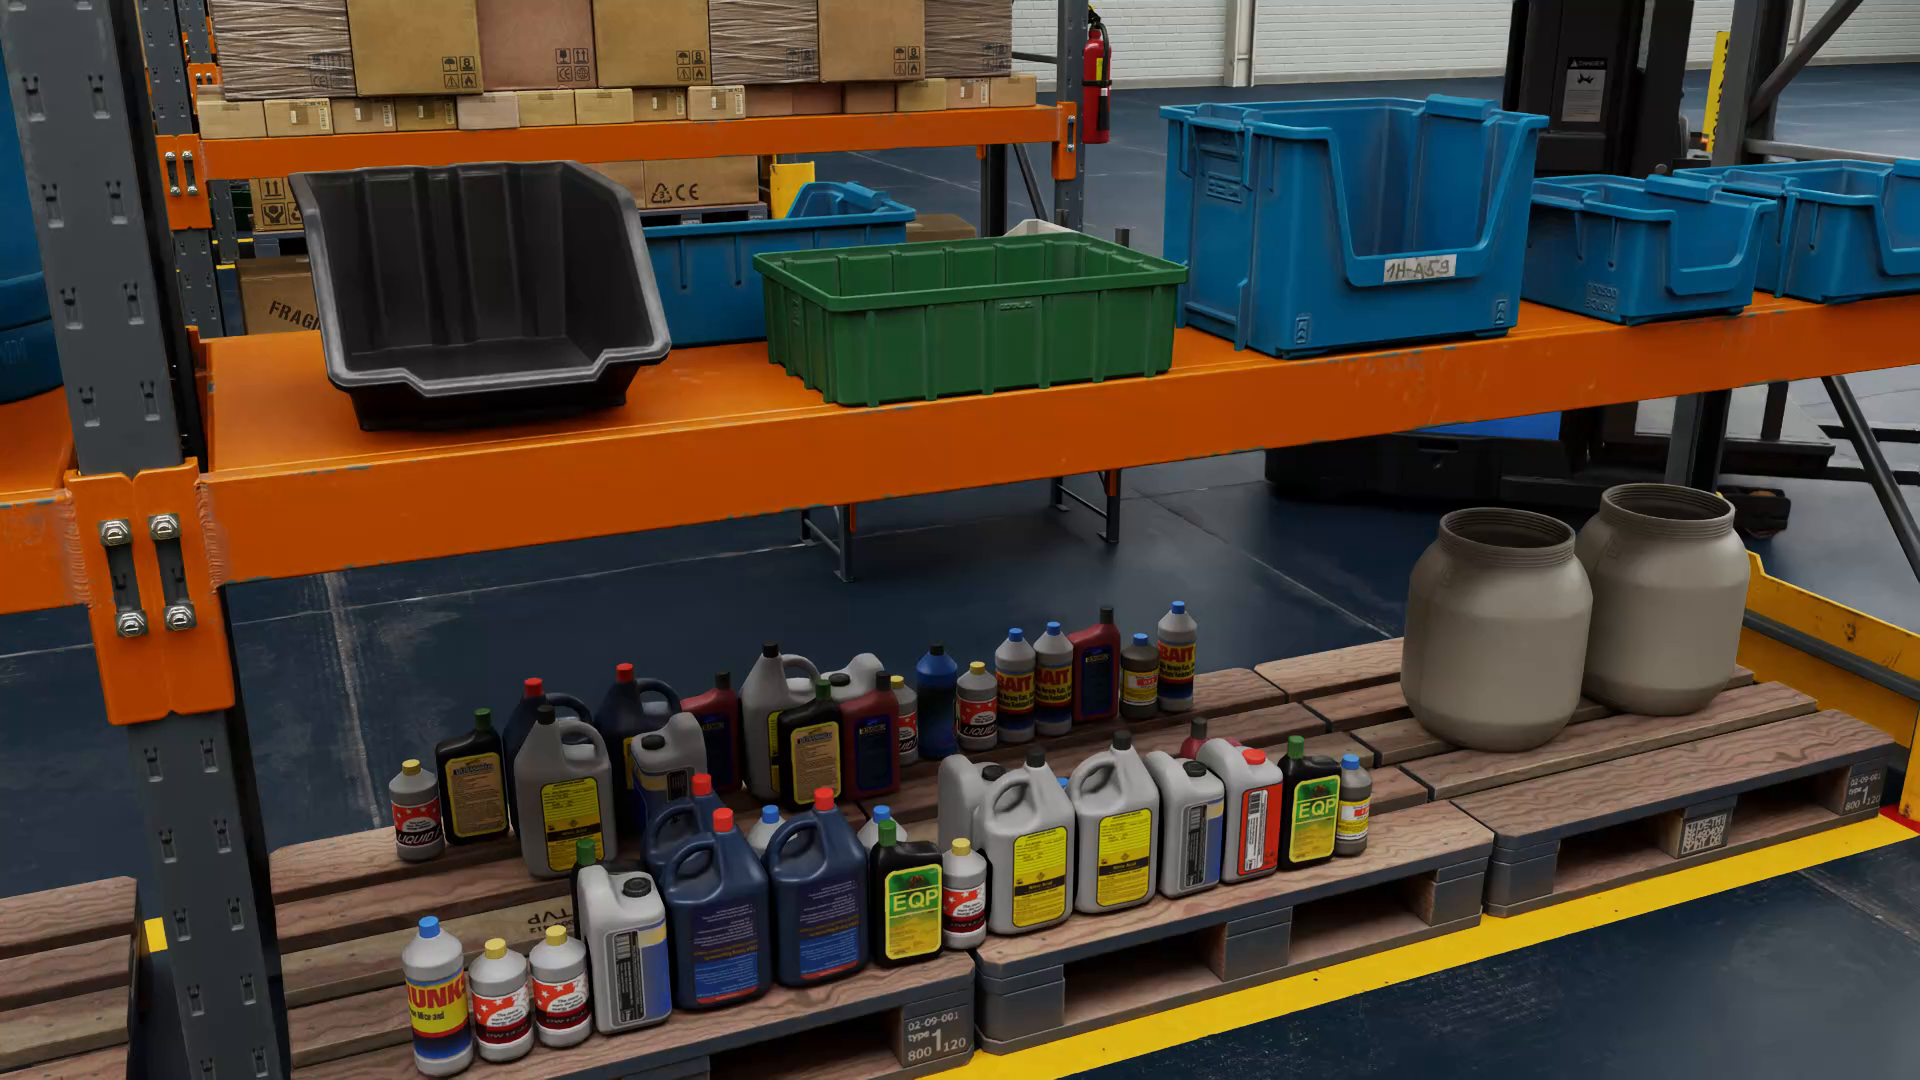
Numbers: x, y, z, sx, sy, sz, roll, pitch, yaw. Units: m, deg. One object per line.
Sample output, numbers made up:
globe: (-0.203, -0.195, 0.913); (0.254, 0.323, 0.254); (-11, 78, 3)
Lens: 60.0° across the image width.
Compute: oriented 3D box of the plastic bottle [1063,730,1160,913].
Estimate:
plastic bottle: (0.294, 0.544, 3.285); (0.185, 0.351, 0.144); (-7, 21, -20)

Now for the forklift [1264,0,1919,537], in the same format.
forklift: (2.763, -1.587, 6.115); (3.031, 2.935, 1.130); (4, 20, 12)

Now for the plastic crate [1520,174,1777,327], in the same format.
plastic crate: (1.387, -0.628, 3.513); (0.408, 0.251, 0.499); (-8, 21, -22)

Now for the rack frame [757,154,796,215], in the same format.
rack frame: (-1.507, -3.975, 12.795); (0.127, 3.000, 1.000); (-8, 21, -22)

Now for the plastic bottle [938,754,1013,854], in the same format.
plastic bottle: (0.041, 0.562, 3.347); (0.135, 0.276, 0.152); (-8, 21, -22)

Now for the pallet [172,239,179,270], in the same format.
pallet: (-5.858, -2.009, 11.410); (1.213, 0.211, 1.003); (-8, 21, -22)

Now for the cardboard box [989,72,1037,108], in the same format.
cardboard box: (0.185, -2.230, 8.218); (0.250, 0.149, 0.380); (-8, 21, -22)

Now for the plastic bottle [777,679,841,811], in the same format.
plastic bottle: (-0.332, 0.449, 3.659); (0.133, 0.283, 0.061); (-8, 21, -22)

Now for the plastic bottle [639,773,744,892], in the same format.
plastic bottle: (-0.498, 0.606, 3.111); (0.185, 0.351, 0.144); (-8, 21, -22)

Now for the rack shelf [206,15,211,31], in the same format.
rack shelf: (-7.366, -6.382, 20.714); (4.000, 0.370, 1.077); (-8, 21, -22)

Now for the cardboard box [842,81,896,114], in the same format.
cardboard box: (-0.490, -2.121, 7.907); (0.250, 0.149, 0.380); (-8, 21, -22)

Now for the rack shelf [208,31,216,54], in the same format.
rack shelf: (-5.397, -4.869, 16.417); (4.000, 0.370, 1.077); (-8, 21, -22)

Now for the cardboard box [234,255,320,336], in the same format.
cardboard box: (-2.925, -0.982, 7.427); (0.500, 0.500, 0.500); (-9, 21, -24)

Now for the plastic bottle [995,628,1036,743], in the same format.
plastic bottle: (0.132, 0.342, 3.979); (0.097, 0.271, 0.097); (0, 19, 0)

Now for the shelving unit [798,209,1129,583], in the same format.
shelving unit: (-0.006, -0.530, 5.833); (1.048, 1.125, 0.538); (-8, 21, -22)

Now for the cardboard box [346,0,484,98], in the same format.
cardboard box: (-2.397, -2.206, 7.172); (0.500, 0.500, 0.875); (-8, 21, -22)

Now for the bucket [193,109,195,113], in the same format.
bucket: (-5.968, -3.343, 13.639); (0.620, 0.611, 0.726); (-11, 20, 0)

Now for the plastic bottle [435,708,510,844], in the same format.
plastic bottle: (-1.035, 0.497, 3.521); (0.133, 0.283, 0.061); (-7, 21, -19)

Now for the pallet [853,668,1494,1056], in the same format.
pallet: (0.409, 0.665, 3.815); (1.213, 0.211, 1.003); (-8, 21, -22)

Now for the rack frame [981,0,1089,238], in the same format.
rack frame: (0.365, -2.449, 8.461); (0.127, 3.000, 1.000); (-8, 21, -22)

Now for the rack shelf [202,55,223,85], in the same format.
rack shelf: (-3.343, -3.373, 12.167); (4.000, 0.370, 1.077); (-8, 21, -22)

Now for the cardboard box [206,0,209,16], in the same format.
cardboard box: (-8.692, -6.484, 19.771); (0.500, 0.500, 0.500); (-9, 21, -23)

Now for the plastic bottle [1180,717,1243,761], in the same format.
plastic bottle: (0.529, 0.503, 3.506); (0.133, 0.283, 0.061); (-8, 21, -22)

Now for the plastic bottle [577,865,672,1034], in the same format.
plastic bottle: (-0.594, 0.705, 2.941); (0.135, 0.276, 0.152); (-7, 21, -20)

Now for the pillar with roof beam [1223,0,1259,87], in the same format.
pillar with roof beam: (6.197, -10.263, 21.621); (0.400, 9.000, 9.100); (-8, 21, -22)

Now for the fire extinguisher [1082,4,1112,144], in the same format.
fire extinguisher: (0.653, -2.287, 8.118); (0.183, 0.674, 0.296); (-8, 21, -22)

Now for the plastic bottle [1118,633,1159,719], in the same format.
plastic bottle: (0.444, 0.331, 4.117); (0.097, 0.201, 0.097); (0, 19, 0)

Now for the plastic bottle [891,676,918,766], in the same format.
plastic bottle: (-0.148, 0.415, 3.877); (0.097, 0.201, 0.097); (0, 19, 0)

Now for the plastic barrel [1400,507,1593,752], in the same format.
plastic barrel: (1.293, 0.212, 4.016); (0.421, 0.512, 0.421); (0, 19, 0)

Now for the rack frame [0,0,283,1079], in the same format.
rack frame: (-1.346, -0.413, 2.677); (0.127, 3.000, 1.000); (-8, 21, -22)

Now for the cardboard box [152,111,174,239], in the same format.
cardboard box: (-5.714, -2.477, 11.295); (0.750, 0.750, 1.050); (-8, 21, -22)

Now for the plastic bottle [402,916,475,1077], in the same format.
plastic bottle: (-0.880, 0.759, 2.797); (0.097, 0.271, 0.097); (0, 19, 0)

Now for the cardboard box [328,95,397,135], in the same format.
cardboard box: (-2.538, -1.811, 7.028); (0.250, 0.149, 0.380); (-8, 21, -22)

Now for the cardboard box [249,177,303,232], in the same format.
cardboard box: (-4.575, -2.706, 11.758); (0.875, 0.875, 0.875); (-8, 21, -21)

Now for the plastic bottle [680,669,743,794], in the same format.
plastic bottle: (-0.560, 0.429, 3.714); (0.133, 0.283, 0.061); (-7, 20, -18)

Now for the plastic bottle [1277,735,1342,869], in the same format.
plastic bottle: (0.714, 0.531, 3.425); (0.133, 0.283, 0.061); (-8, 21, -21)

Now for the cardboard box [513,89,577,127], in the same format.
cardboard box: (-1.853, -1.913, 7.317); (0.250, 0.149, 0.380); (-8, 21, -22)

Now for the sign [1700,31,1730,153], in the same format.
sign: (2.113, -1.238, 4.604); (0.005, 0.325, 0.100); (-8, 21, -22)

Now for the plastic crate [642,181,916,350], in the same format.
plastic crate: (-0.437, -0.571, 3.351); (0.616, 0.251, 0.499); (-8, 21, -22)

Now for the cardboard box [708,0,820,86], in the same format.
cardboard box: (-1.039, -2.418, 7.774); (0.500, 0.500, 0.875); (-8, 21, -22)

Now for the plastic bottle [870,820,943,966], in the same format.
plastic bottle: (-0.099, 0.648, 3.094); (0.133, 0.283, 0.061); (-7, 21, -20)

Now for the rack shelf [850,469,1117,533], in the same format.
rack shelf: (-0.006, -0.299, 5.914); (1.000, 0.278, 0.538); (-8, 21, -22)

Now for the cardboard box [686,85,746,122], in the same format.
cardboard box: (-1.151, -2.001, 7.567); (0.250, 0.149, 0.380); (-8, 21, -22)

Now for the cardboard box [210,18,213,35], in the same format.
cardboard box: (-6.817, -4.770, 15.432); (0.250, 0.149, 0.380); (-8, 21, -22)
